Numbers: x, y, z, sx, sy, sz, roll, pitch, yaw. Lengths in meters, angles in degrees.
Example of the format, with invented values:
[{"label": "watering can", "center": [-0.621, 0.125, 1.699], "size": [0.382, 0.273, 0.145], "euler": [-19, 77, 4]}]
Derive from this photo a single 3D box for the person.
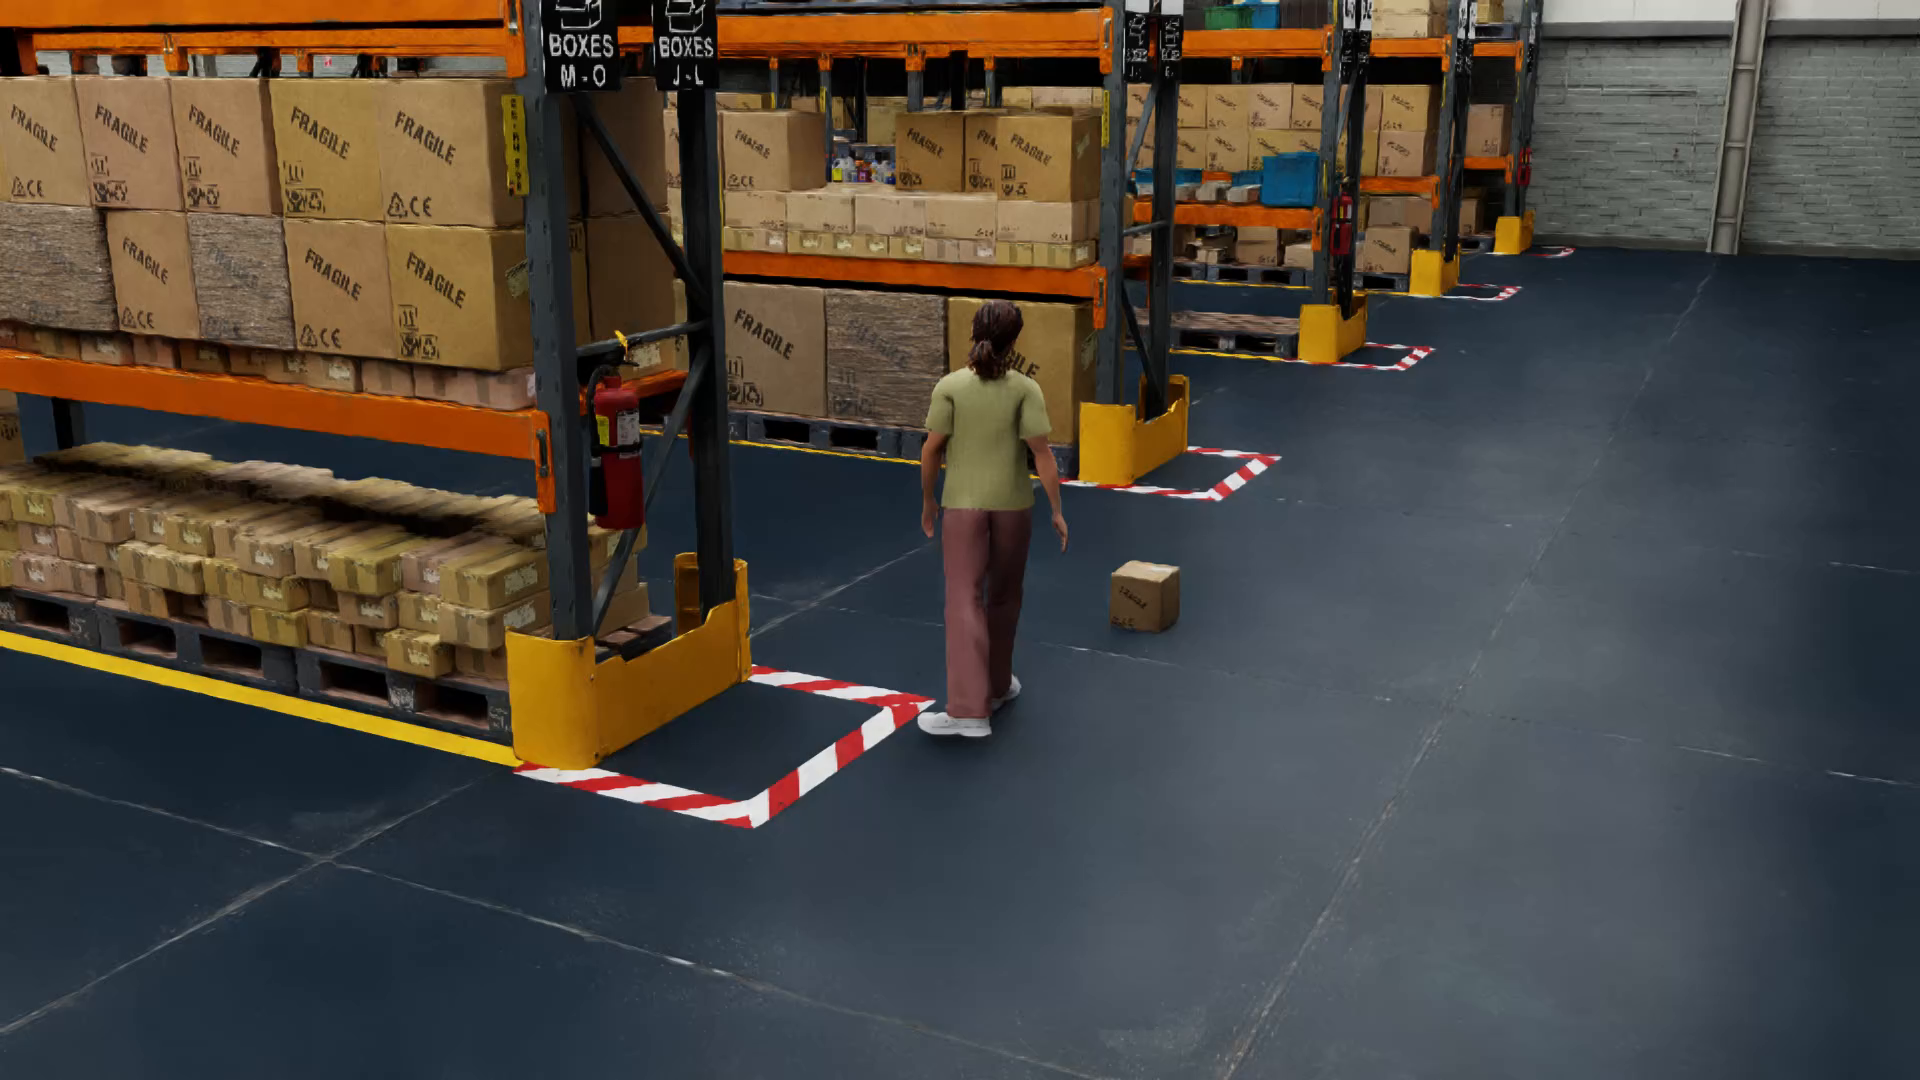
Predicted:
[{"label": "person", "center": [0.117, -0.092, 6.373], "size": [0.585, 1.662, 0.665], "euler": [-1, 16, -4]}]
